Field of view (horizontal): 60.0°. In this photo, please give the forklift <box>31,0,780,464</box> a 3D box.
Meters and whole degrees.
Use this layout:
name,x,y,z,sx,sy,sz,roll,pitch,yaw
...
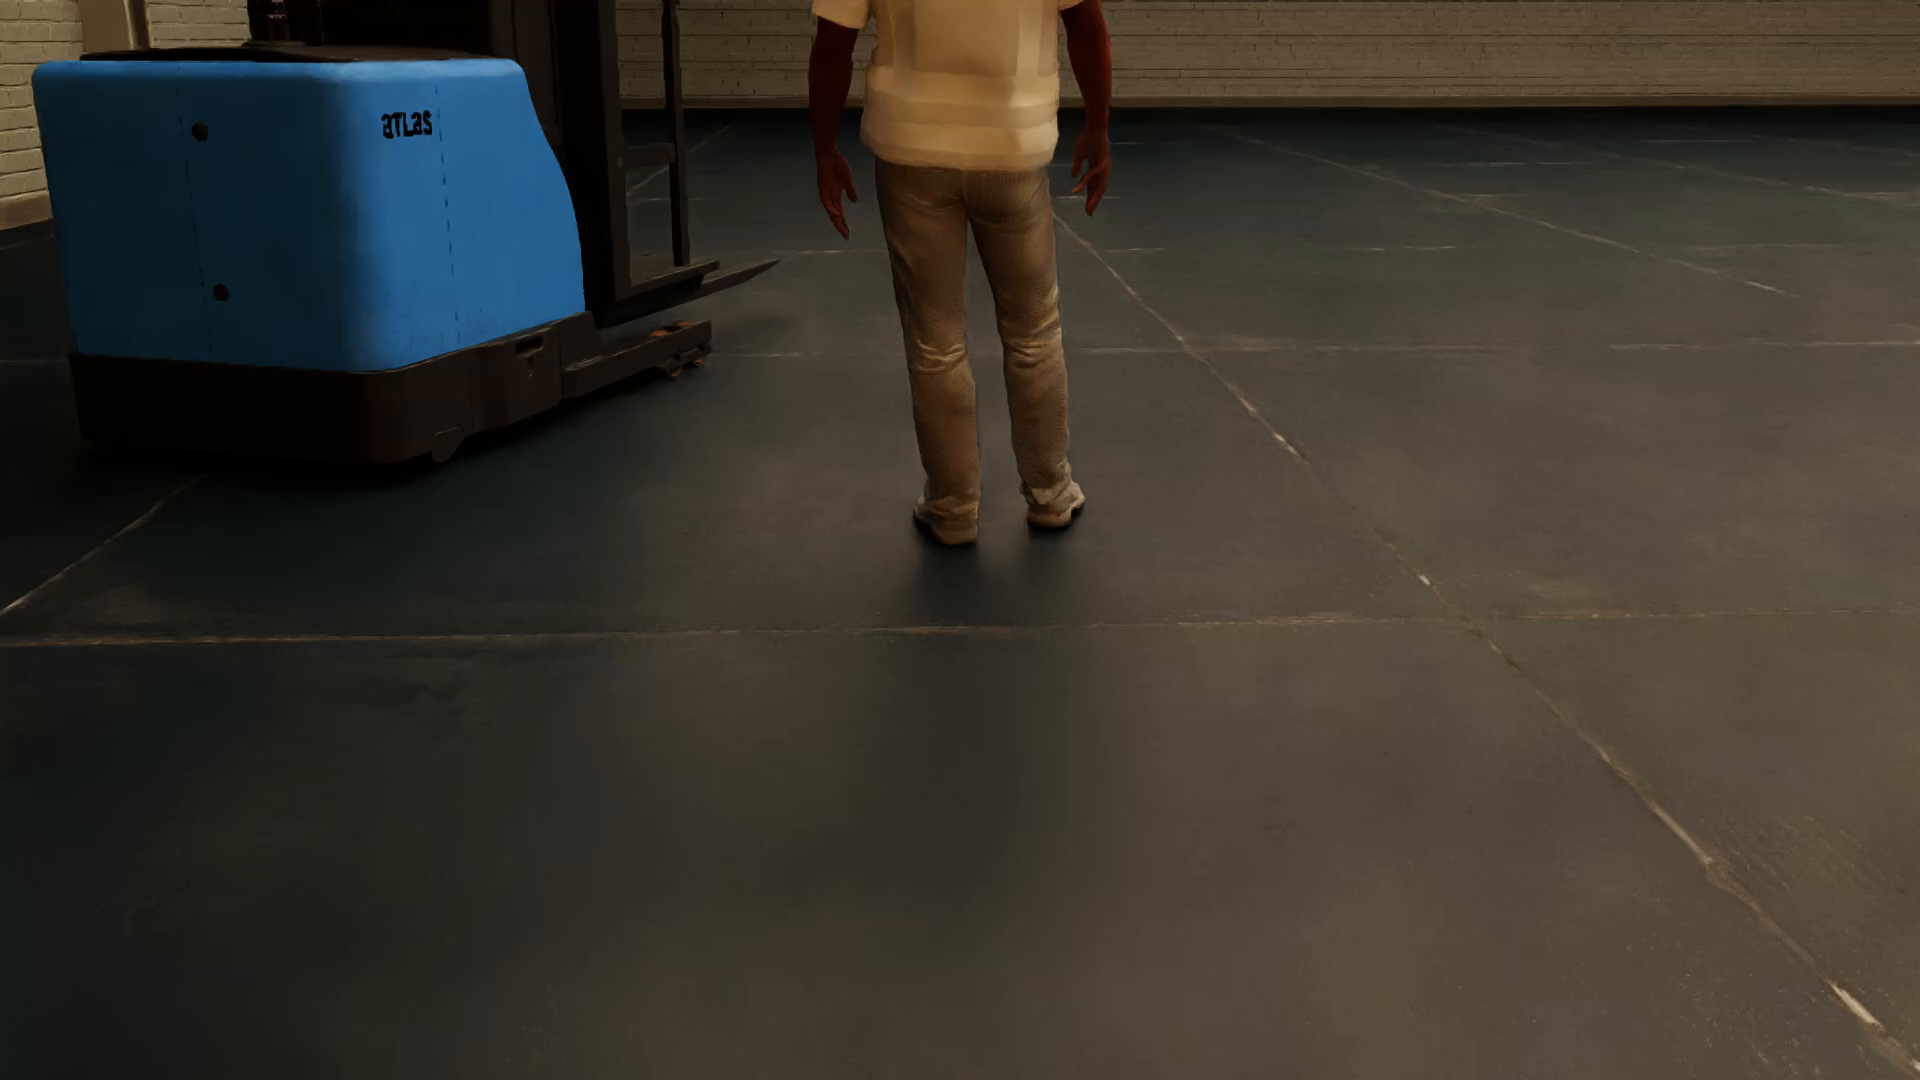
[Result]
name,x,y,z,sx,sy,sz,roll,pitch,yaw
forklift,-1.525,-1.989,5.410,1.130,2.935,3.031,5,18,16

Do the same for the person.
name,x,y,z,sx,sy,sz,roll,pitch,yaw
person,0.002,-0.872,3.725,0.665,1.766,0.576,-1,17,-3
